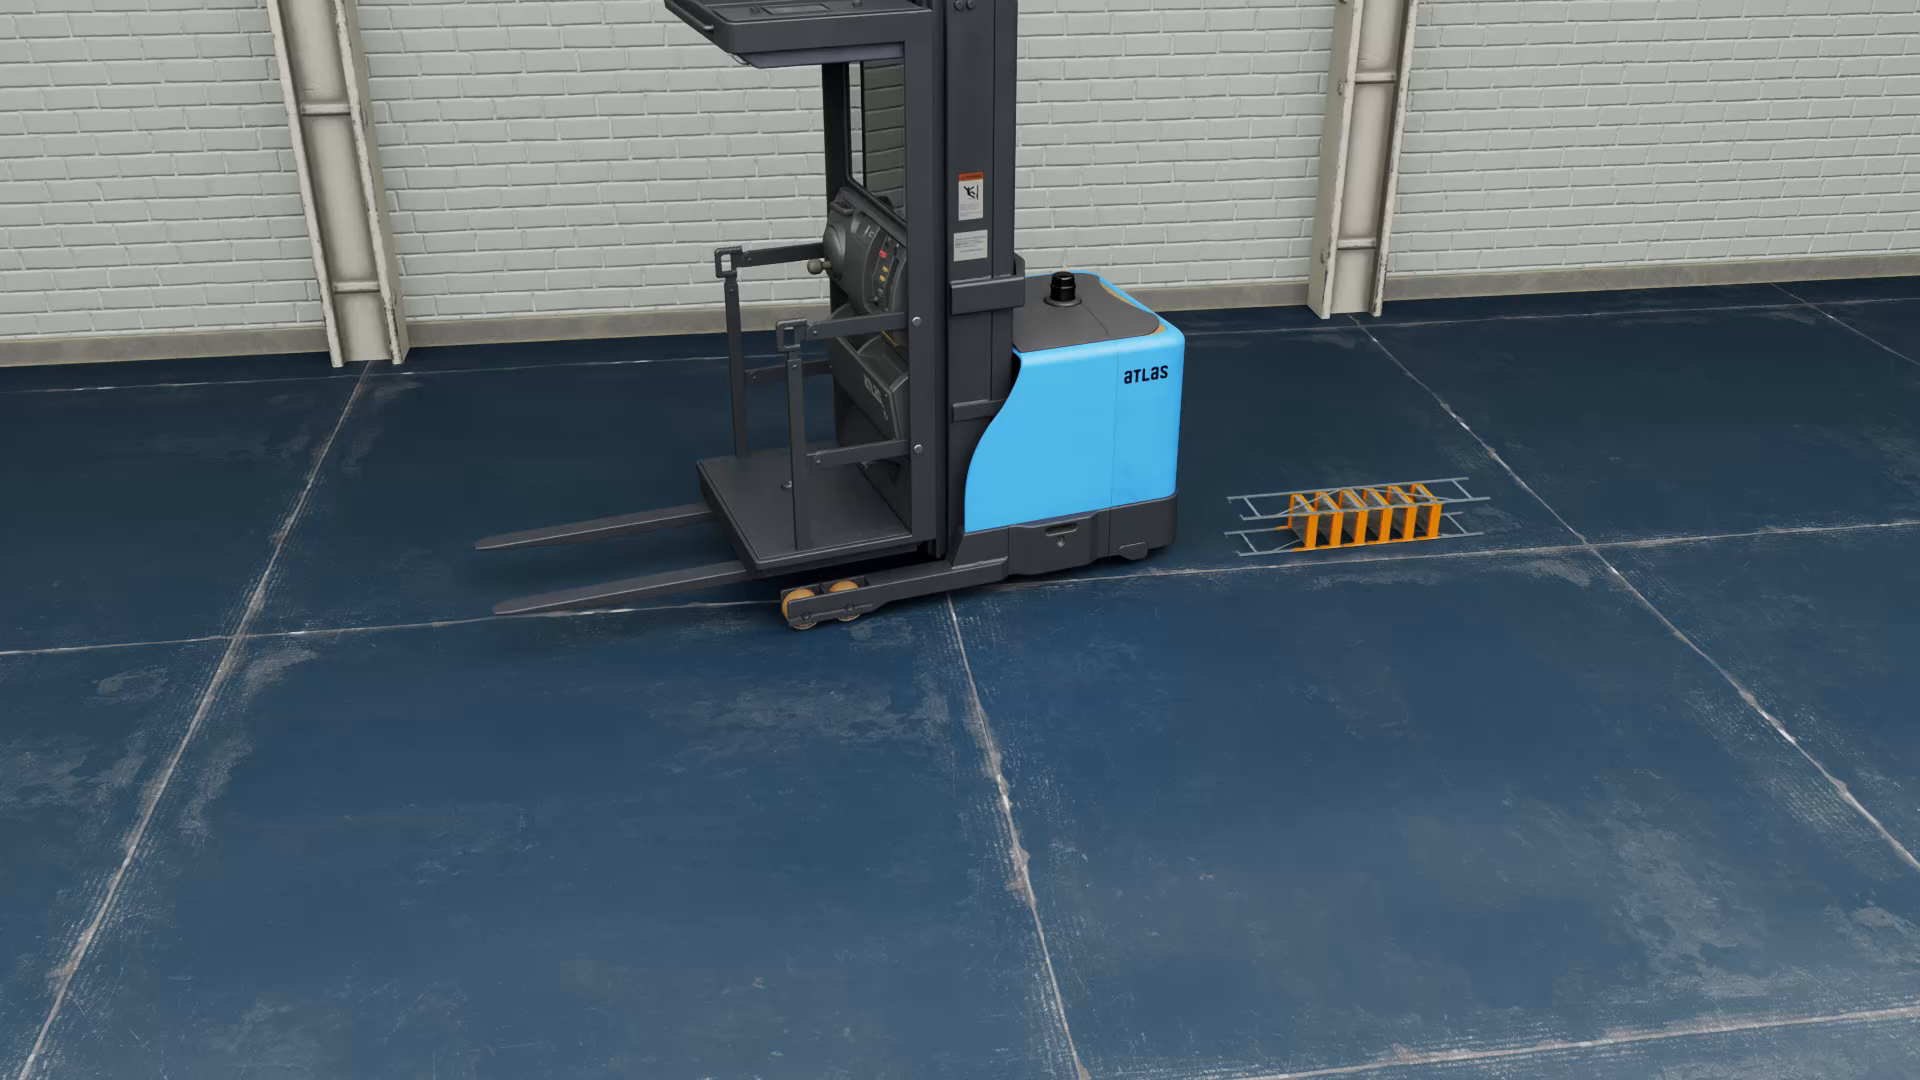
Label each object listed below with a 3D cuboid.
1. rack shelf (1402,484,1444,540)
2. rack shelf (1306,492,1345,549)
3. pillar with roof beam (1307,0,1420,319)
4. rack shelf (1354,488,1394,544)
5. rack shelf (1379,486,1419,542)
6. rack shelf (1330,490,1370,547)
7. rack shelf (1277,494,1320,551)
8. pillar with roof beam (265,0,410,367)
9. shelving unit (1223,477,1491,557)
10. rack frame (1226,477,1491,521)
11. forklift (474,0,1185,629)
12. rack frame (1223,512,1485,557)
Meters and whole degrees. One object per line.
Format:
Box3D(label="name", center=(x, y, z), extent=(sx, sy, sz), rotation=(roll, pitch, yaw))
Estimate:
Box3D(label="rack shelf", center=(2.158, -0.139, 7.808), extent=(0.103, 0.180, 0.258), rotation=(-5, 28, -9))
Box3D(label="rack shelf", center=(1.686, -0.099, 7.730), extent=(0.103, 0.180, 0.258), rotation=(-5, 28, -9))
Box3D(label="pillar with roof beam", center=(3.048, -3.532, 4.776), extent=(0.400, 9.000, 9.100), rotation=(-4, 27, -7))
Box3D(label="rack shelf", center=(1.922, -0.119, 7.769), extent=(0.103, 0.180, 0.258), rotation=(-5, 28, -9))
Box3D(label="rack shelf", center=(2.040, -0.129, 7.789), extent=(0.103, 0.180, 0.258), rotation=(-5, 28, -9))
Box3D(label="rack shelf", center=(1.804, -0.109, 7.750), extent=(0.103, 0.180, 0.258), rotation=(-5, 28, -9))
Box3D(label="rack shelf", center=(1.568, -0.089, 7.711), extent=(0.103, 0.180, 0.258), rotation=(-5, 28, -9))
Box3D(label="pillar with roof beam", center=(-2.894, -3.150, 4.032), extent=(0.400, 9.000, 9.100), rotation=(-4, 27, -7))
Box3D(label="shelving unit", center=(1.848, -0.112, 7.757), extent=(1.200, 0.189, 0.258), rotation=(-5, 28, -9))
Box3D(label="rack frame", center=(1.848, -0.194, 7.715), extent=(1.200, 0.006, 0.240), rotation=(-5, 28, -9))
Box3D(label="forklift", center=(-0.584, -1.201, 6.879), extent=(3.031, 2.935, 1.130), rotation=(-10, 29, -19))
Box3D(label="rack frame", center=(1.848, -0.031, 7.799), extent=(1.200, 0.006, 0.240), rotation=(-5, 28, -9))
